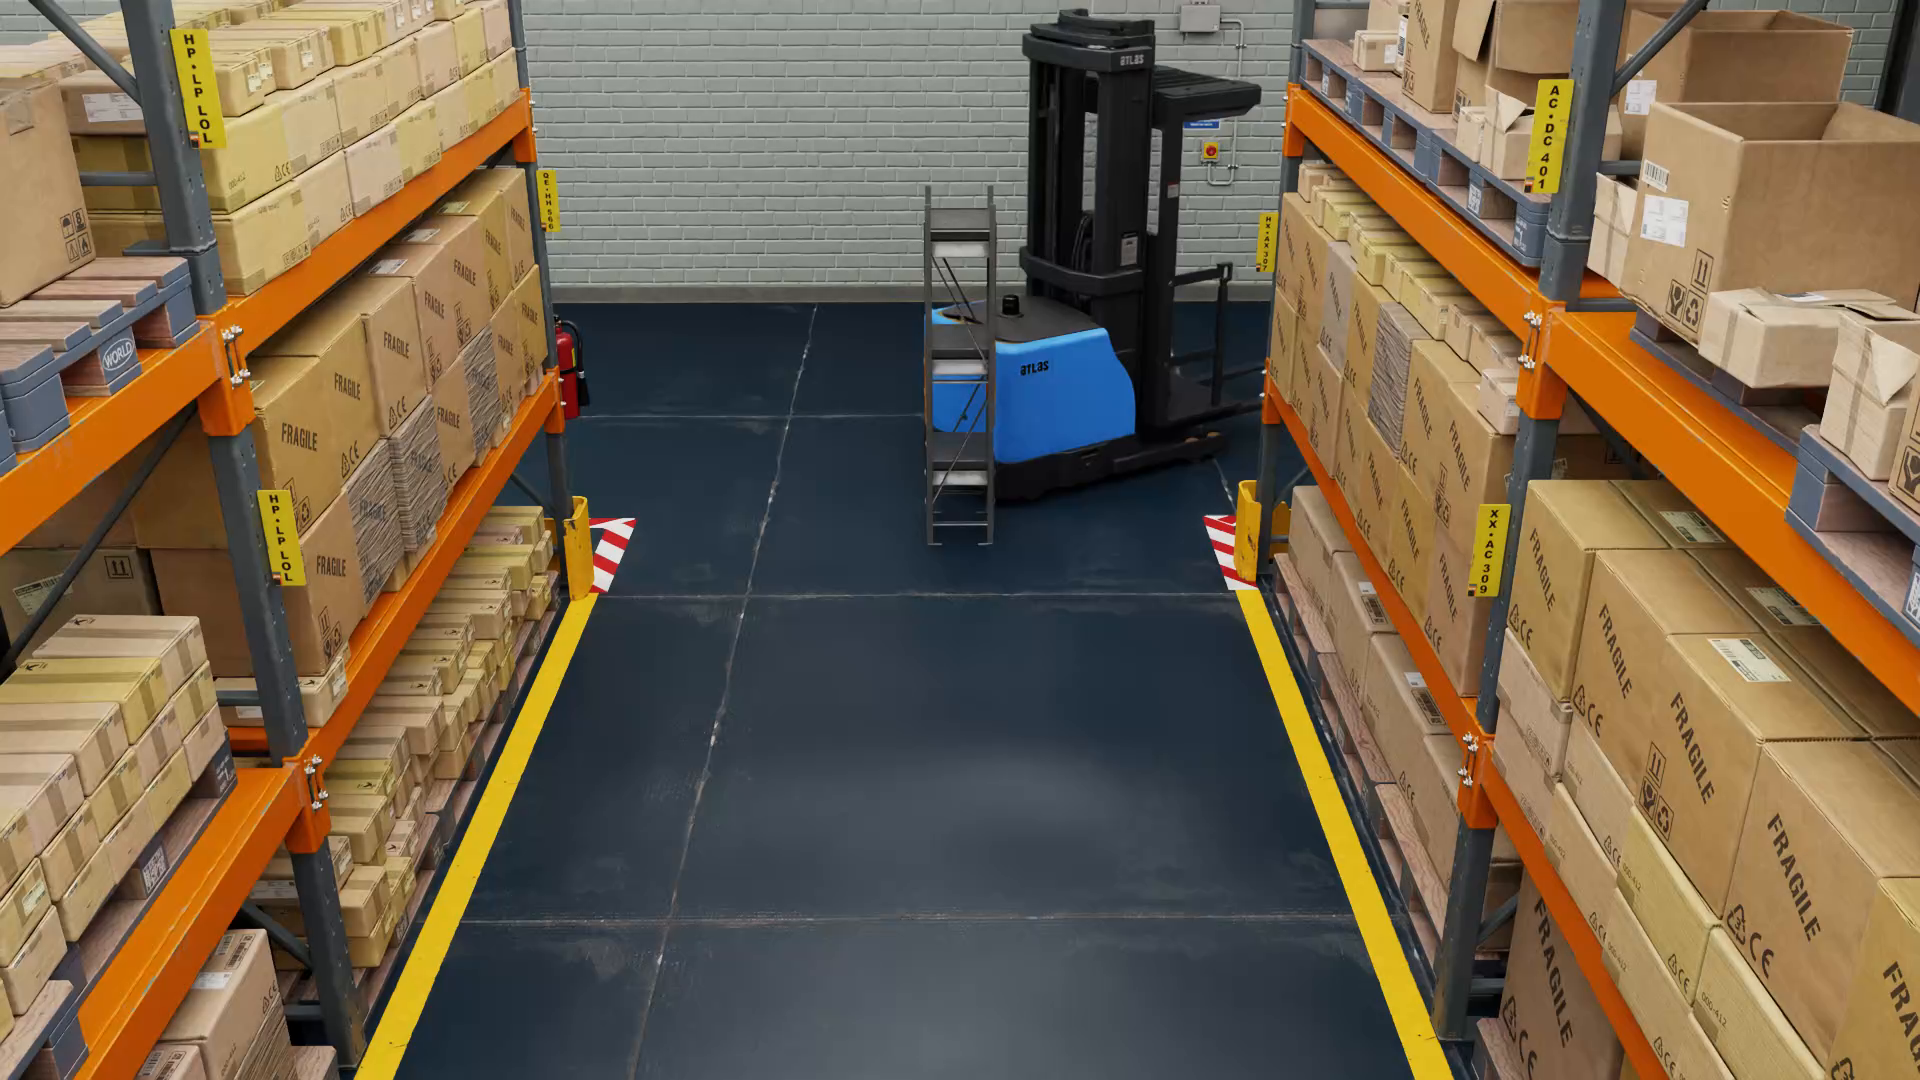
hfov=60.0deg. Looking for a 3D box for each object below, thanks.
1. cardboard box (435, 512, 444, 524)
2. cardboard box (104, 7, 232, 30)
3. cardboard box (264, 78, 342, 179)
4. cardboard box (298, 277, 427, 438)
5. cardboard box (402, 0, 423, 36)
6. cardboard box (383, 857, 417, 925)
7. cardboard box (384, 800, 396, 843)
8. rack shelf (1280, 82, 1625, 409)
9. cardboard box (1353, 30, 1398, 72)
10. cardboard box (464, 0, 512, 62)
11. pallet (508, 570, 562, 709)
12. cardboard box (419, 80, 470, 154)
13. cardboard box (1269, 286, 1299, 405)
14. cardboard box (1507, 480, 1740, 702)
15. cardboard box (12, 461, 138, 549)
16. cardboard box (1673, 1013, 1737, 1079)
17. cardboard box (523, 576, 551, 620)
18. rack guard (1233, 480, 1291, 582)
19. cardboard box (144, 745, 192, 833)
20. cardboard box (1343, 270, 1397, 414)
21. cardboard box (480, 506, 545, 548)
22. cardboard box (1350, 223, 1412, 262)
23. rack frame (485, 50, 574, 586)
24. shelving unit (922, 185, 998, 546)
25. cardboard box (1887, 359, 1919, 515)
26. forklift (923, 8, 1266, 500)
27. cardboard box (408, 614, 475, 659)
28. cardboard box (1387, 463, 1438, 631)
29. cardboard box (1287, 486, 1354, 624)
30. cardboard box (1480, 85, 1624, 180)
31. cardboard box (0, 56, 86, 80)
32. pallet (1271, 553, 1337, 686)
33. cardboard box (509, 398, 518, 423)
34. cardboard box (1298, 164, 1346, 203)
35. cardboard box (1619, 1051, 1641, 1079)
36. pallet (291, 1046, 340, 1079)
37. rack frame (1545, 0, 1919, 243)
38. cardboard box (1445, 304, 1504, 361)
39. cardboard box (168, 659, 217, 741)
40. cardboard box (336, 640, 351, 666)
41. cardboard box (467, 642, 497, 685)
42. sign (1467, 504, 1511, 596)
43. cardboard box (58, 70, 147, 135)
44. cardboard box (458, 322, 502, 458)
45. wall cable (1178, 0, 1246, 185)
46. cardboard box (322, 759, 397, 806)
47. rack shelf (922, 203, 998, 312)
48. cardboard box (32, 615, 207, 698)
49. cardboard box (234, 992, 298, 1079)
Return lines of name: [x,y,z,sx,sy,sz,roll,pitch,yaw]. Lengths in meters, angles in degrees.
cardboard box: [-2.469,-0.130,7.201,0.380,0.149,0.250,1,24,1]
cardboard box: [-3.021,-1.946,6.364,0.380,0.149,0.250,-1,24,-1]
cardboard box: [-2.447,-1.404,5.650,0.500,0.250,0.500,0,24,-1]
cardboard box: [-2.438,-0.718,6.502,0.500,0.500,0.500,0,24,0]
cardboard box: [-2.445,-2.166,6.850,0.380,0.149,0.250,0,24,1]
cardboard box: [-2.367,1.373,6.523,0.380,0.149,0.250,0,24,1]
cardboard box: [-2.496,1.144,6.669,0.380,0.149,0.250,0,24,-1]
rack shelf: [2.246,-1.400,6.939,1.077,0.370,4.000,0,24,-1]
cardboard box: [2.006,-2.225,7.564,0.380,0.149,0.250,1,24,1]
cardboard box: [-2.465,-2.459,7.982,0.500,0.250,0.500,-1,24,-2]
pallet: [-2.751,0.515,8.854,1.003,0.211,1.213,0,24,-1]
cardboard box: [-2.451,-1.819,7.174,0.500,0.250,0.500,1,24,2]
cardboard box: [1.942,-1.032,8.770,0.500,0.500,0.500,0,24,-1]
cardboard box: [1.985,0.144,4.956,0.500,0.500,0.500,0,24,0]
cardboard box: [-2.957,-0.302,5.583,0.500,0.500,0.500,-1,24,-2]
cardboard box: [2.001,1.344,3.820,0.500,0.250,0.500,-1,24,-1]
cardboard box: [-2.407,0.308,8.880,0.380,0.149,0.250,0,24,1]
rack guard: [2.223,-0.056,9.768,1.175,0.500,0.348,0,24,-1]
cardboard box: [-2.475,0.720,4.814,0.380,0.149,0.250,0,24,0]
cardboard box: [1.976,-0.857,7.170,0.500,0.500,0.500,0,24,0]
cardboard box: [-2.466,-0.068,8.988,0.380,0.149,0.250,0,24,0]
cardboard box: [1.950,-1.300,7.362,0.380,0.149,0.250,0,24,0]
rack frame: [-2.725,-1.121,9.089,1.000,3.000,0.127,0,24,-1]
shelving unit: [-0.002,-1.025,9.968,0.431,2.100,0.503,0,24,-1]
cardboard box: [2.002,-0.217,2.820,0.500,0.500,0.500,0,24,0]
forklift: [1.261,-2.040,11.204,3.031,2.935,1.130,-15,28,-30]
cardboard box: [-2.501,0.469,7.802,0.380,0.149,0.250,-1,24,-2]
cardboard box: [1.996,0.015,6.454,0.500,0.500,0.500,-1,24,-2]
cardboard box: [2.331,0.062,9.072,0.875,0.438,0.875,-1,24,-2]
cardboard box: [1.940,-1.341,5.467,0.396,0.266,0.258,1,24,1]
cardboard box: [-2.971,-1.418,5.196,0.380,0.149,0.250,0,24,1]
pallet: [2.311,0.414,9.078,1.003,0.211,1.213,0,24,-1]
cardboard box: [-2.456,-0.668,8.392,0.380,0.149,0.250,0,24,-1]
cardboard box: [1.951,-1.834,8.544,0.380,0.149,0.250,0,24,1]
cardboard box: [2.372,1.867,4.551,0.875,0.875,0.875,0,24,1]
pallet: [-2.671,2.118,5.310,1.003,0.211,1.213,0,24,-1]
rack frame: [2.267,-2.270,4.350,1.000,3.000,0.127,0,24,-1]
cardboard box: [2.038,-0.775,6.202,0.380,0.149,0.250,0,24,-1]
cardboard box: [-2.480,0.478,4.988,0.380,0.149,0.250,0,24,1]
cardboard box: [-2.434,0.417,5.993,0.380,0.149,0.250,0,24,1]
cardboard box: [-2.424,0.600,7.872,0.380,0.149,0.250,1,24,2]
sign: [1.712,0.036,5.385,0.100,0.325,0.005,0,24,-1]
cardboard box: [-2.442,-1.302,4.940,0.380,0.149,0.250,-1,24,-2]
cardboard box: [-2.447,-0.697,7.670,0.500,0.500,0.500,0,24,0]
wall cable: [2.139,-3.986,14.152,0.585,1.953,0.123,0,24,-1]
cardboard box: [-2.474,1.003,6.621,0.380,0.149,0.250,-1,24,-1]
rack shelf: [-0.002,-1.650,9.685,0.431,0.518,0.480,0,24,-1]
cardboard box: [-2.482,0.343,4.924,0.380,0.149,0.250,1,24,2]
cardboard box: [-2.421,1.778,5.202,0.500,0.500,0.500,-1,24,-2]
